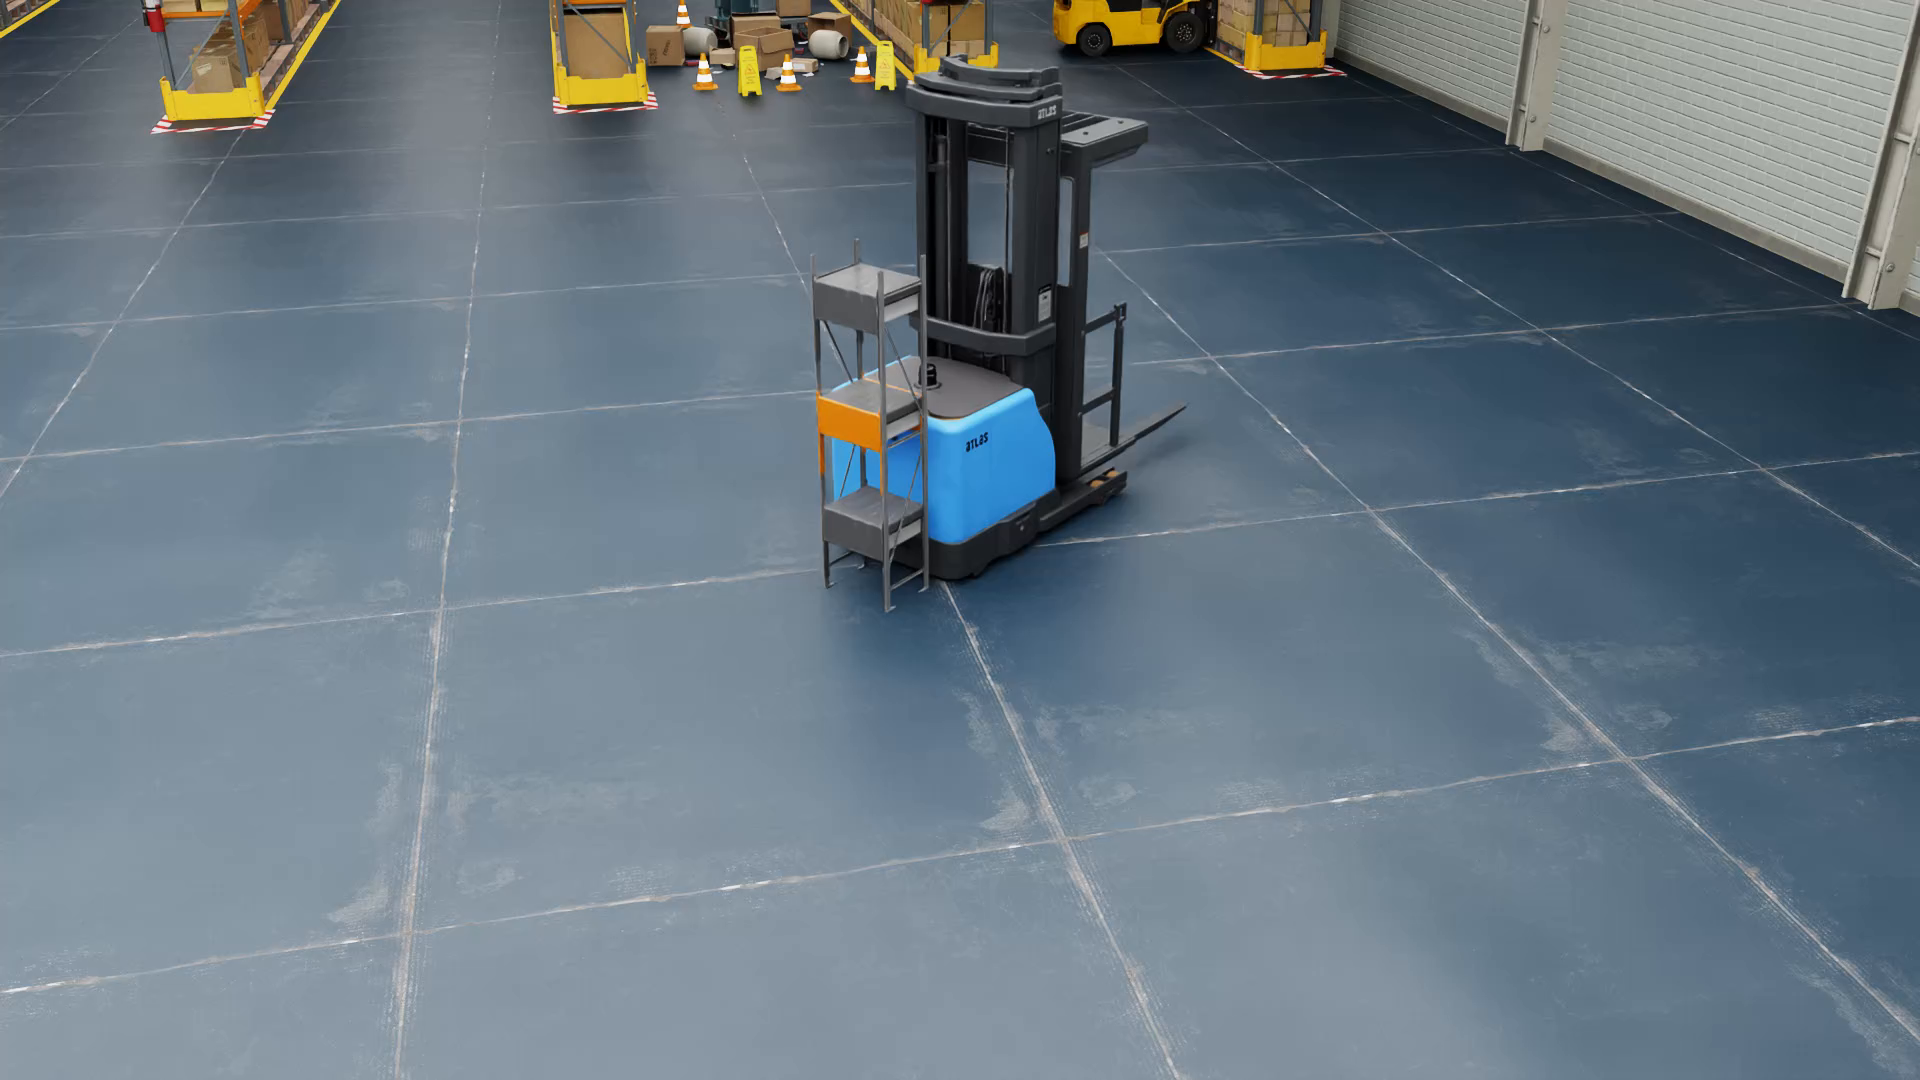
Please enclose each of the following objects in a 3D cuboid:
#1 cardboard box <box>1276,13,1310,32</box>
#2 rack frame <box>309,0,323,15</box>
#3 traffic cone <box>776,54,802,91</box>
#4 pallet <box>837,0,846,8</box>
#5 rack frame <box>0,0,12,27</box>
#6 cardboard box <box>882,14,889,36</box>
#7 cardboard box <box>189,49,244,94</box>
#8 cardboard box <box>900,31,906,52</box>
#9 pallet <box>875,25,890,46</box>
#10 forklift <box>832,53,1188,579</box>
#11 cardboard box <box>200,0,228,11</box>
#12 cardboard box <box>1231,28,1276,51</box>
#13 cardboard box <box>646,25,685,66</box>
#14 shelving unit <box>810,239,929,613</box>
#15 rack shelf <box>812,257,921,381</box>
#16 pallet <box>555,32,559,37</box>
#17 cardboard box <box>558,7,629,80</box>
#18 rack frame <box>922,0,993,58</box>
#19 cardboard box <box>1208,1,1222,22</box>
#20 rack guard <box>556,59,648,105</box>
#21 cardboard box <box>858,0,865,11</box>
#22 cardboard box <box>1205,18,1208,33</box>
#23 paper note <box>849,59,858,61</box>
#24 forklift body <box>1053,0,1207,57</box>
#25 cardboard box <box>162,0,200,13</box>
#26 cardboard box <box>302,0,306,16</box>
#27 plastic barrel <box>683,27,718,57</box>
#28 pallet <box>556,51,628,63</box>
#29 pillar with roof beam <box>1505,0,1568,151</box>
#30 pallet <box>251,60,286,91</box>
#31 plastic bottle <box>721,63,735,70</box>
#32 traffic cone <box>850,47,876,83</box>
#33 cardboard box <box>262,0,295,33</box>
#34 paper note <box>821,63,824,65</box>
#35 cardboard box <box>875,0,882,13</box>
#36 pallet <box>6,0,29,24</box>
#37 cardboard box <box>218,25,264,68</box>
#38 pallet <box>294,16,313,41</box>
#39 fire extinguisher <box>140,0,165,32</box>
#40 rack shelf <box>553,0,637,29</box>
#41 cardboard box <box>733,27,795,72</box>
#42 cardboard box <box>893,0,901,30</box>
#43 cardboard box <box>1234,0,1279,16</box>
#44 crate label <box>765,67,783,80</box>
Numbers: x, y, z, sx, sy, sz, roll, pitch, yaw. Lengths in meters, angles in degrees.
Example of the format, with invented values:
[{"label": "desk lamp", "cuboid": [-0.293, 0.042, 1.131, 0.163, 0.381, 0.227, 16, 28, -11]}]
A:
[{"label": "cardboard box", "cuboid": [4.895, -7.774, 24.854, 0.500, 0.250, 0.500, -5, 27, -11]}, {"label": "rack frame", "cuboid": [-11.494, -10.364, 27.954, 1.000, 3.000, 0.127, -6, 27, -12]}, {"label": "traffic cone", "cuboid": [-2.395, -6.521, 23.156, 0.336, 0.463, 0.334, -6, 27, -12]}, {"label": "pallet", "cuboid": [-1.664, -9.782, 29.896, 1.003, 0.211, 1.213, -6, 27, -12]}, {"label": "rack frame", "cuboid": [-16.320, -9.861, 26.957, 1.000, 3.000, 0.127, -6, 27, -12]}, {"label": "cardboard box", "cuboid": [-0.936, -8.054, 25.964, 0.500, 0.250, 0.500, -4, 27, -9]}, {"label": "cardboard box", "cuboid": [-9.816, -6.199, 22.011, 0.500, 0.500, 0.500, -1, 27, -2]}, {"label": "cardboard box", "cuboid": [-0.589, -7.374, 24.615, 0.500, 0.250, 0.500, -6, 27, -11]}, {"label": "pallet", "cuboid": [-0.752, -8.078, 26.520, 1.003, 0.211, 1.213, -6, 27, -12]}, {"label": "forklift", "cuboid": [0.486, -1.668, 10.802, 1.130, 2.935, 3.031, 19, 33, 33]}, {"label": "cardboard box", "cuboid": [-9.523, -6.889, 21.348, 0.380, 0.149, 0.250, -6, 27, -12]}, {"label": "cardboard box", "cuboid": [4.385, -7.498, 24.861, 0.500, 0.250, 0.500, -6, 27, -11]}, {"label": "cardboard box", "cuboid": [-4.388, -7.375, 24.804, 0.500, 0.500, 0.500, -1, 27, -3]}, {"label": "shelving unit", "cuboid": [-0.510, -0.641, 9.690, 0.503, 2.100, 0.431, 19, 33, 33]}, {"label": "rack shelf", "cuboid": [-0.510, -1.254, 9.380, 0.480, 0.518, 0.431, 19, 33, 33]}, {"label": "pallet", "cuboid": [-5.985, -8.153, 26.669, 1.003, 0.211, 1.213, -6, 27, -12]}, {"label": "cardboard box", "cuboid": [-5.053, -6.841, 22.866, 0.875, 0.875, 0.875, -6, 27, -11]}, {"label": "rack frame", "cuboid": [-0.036, -7.858, 22.989, 1.000, 3.000, 0.127, -6, 27, -12]}, {"label": "cardboard box", "cuboid": [4.145, -8.174, 25.647, 0.500, 0.250, 0.500, -7, 28, -13]}, {"label": "rack guard", "cuboid": [-4.831, -6.184, 22.448, 1.175, 0.500, 0.348, -6, 27, -12]}, {"label": "cardboard box", "cuboid": [-1.224, -9.174, 28.046, 0.950, 0.372, 0.625, -4, 27, -8]}, {"label": "cardboard box", "cuboid": [4.040, -8.163, 26.180, 0.500, 0.250, 0.500, -5, 27, -10]}, {"label": "paper note", "cuboid": [-1.572, -7.256, 25.092, 0.142, 0.019, 0.148, -16, 31, -29]}, {"label": "forklift body", "cuboid": [2.594, -8.632, 25.465, 2.313, 2.155, 1.214, -6, 27, -12]}, {"label": "cardboard box", "cuboid": [-9.957, -6.844, 21.259, 0.380, 0.149, 0.250, -6, 27, -12]}, {"label": "cardboard box", "cuboid": [-11.186, -8.910, 27.359, 0.700, 0.500, 0.500, -8, 28, -16]}, {"label": "plastic barrel", "cuboid": [-3.987, -7.574, 25.287, 0.512, 0.421, 0.421, 13, 30, 24]}, {"label": "pallet", "cuboid": [-5.364, -6.944, 24.273, 1.003, 0.211, 1.213, -6, 27, -12]}, {"label": "pillar with roof beam", "cuboid": [2.678, -8.368, 17.342, 9.100, 9.000, 0.400, -6, 27, -12]}, {"label": "pallet", "cuboid": [-10.128, -6.535, 23.463, 1.003, 0.211, 1.213, -6, 27, -12]}, {"label": "plastic bottle", "cuboid": [-3.436, -6.993, 24.537, 0.133, 0.061, 0.283, -16, 31, -29]}, {"label": "traffic cone", "cuboid": [-1.390, -6.783, 23.675, 0.336, 0.463, 0.334, -6, 27, -12]}, {"label": "cardboard box", "cuboid": [-10.799, -8.171, 25.896, 0.700, 0.500, 0.500, -6, 27, -12]}, {"label": "paper note", "cuboid": [-2.056, -7.099, 24.804, 0.032, 0.001, 0.123, -6, 27, -12]}, {"label": "cardboard box", "cuboid": [-1.068, -8.622, 26.257, 0.500, 0.500, 0.500, -5, 27, -9]}, {"label": "pallet", "cuboid": [-16.538, -8.958, 28.263, 1.003, 0.211, 1.213, -6, 27, -12]}, {"label": "cardboard box", "cuboid": [-10.189, -6.984, 23.566, 0.500, 0.500, 0.500, -8, 28, -16]}, {"label": "pallet", "cuboid": [-11.048, -8.241, 26.843, 1.003, 0.211, 1.213, -6, 27, -12]}, {"label": "fire extinguisher", "cuboid": [-10.114, -6.720, 20.821, 0.296, 0.674, 0.183, -6, 27, -12]}, {"label": "rack shelf", "cuboid": [-5.287, -7.868, 23.807, 1.077, 0.370, 4.000, -6, 27, -12]}, {"label": "cardboard box", "cuboid": [-2.899, -7.257, 24.570, 0.637, 0.503, 0.797, 19, 32, 32]}, {"label": "cardboard box", "cuboid": [-0.699, -7.929, 24.883, 0.500, 0.500, 0.500, -7, 28, -13]}, {"label": "cardboard box", "cuboid": [4.391, -7.940, 24.629, 0.500, 0.250, 0.500, -5, 27, -10]}, {"label": "crate label", "cuboid": [-2.632, -6.715, 23.901, 0.250, 0.136, 0.298, -23, 35, -38]}]
